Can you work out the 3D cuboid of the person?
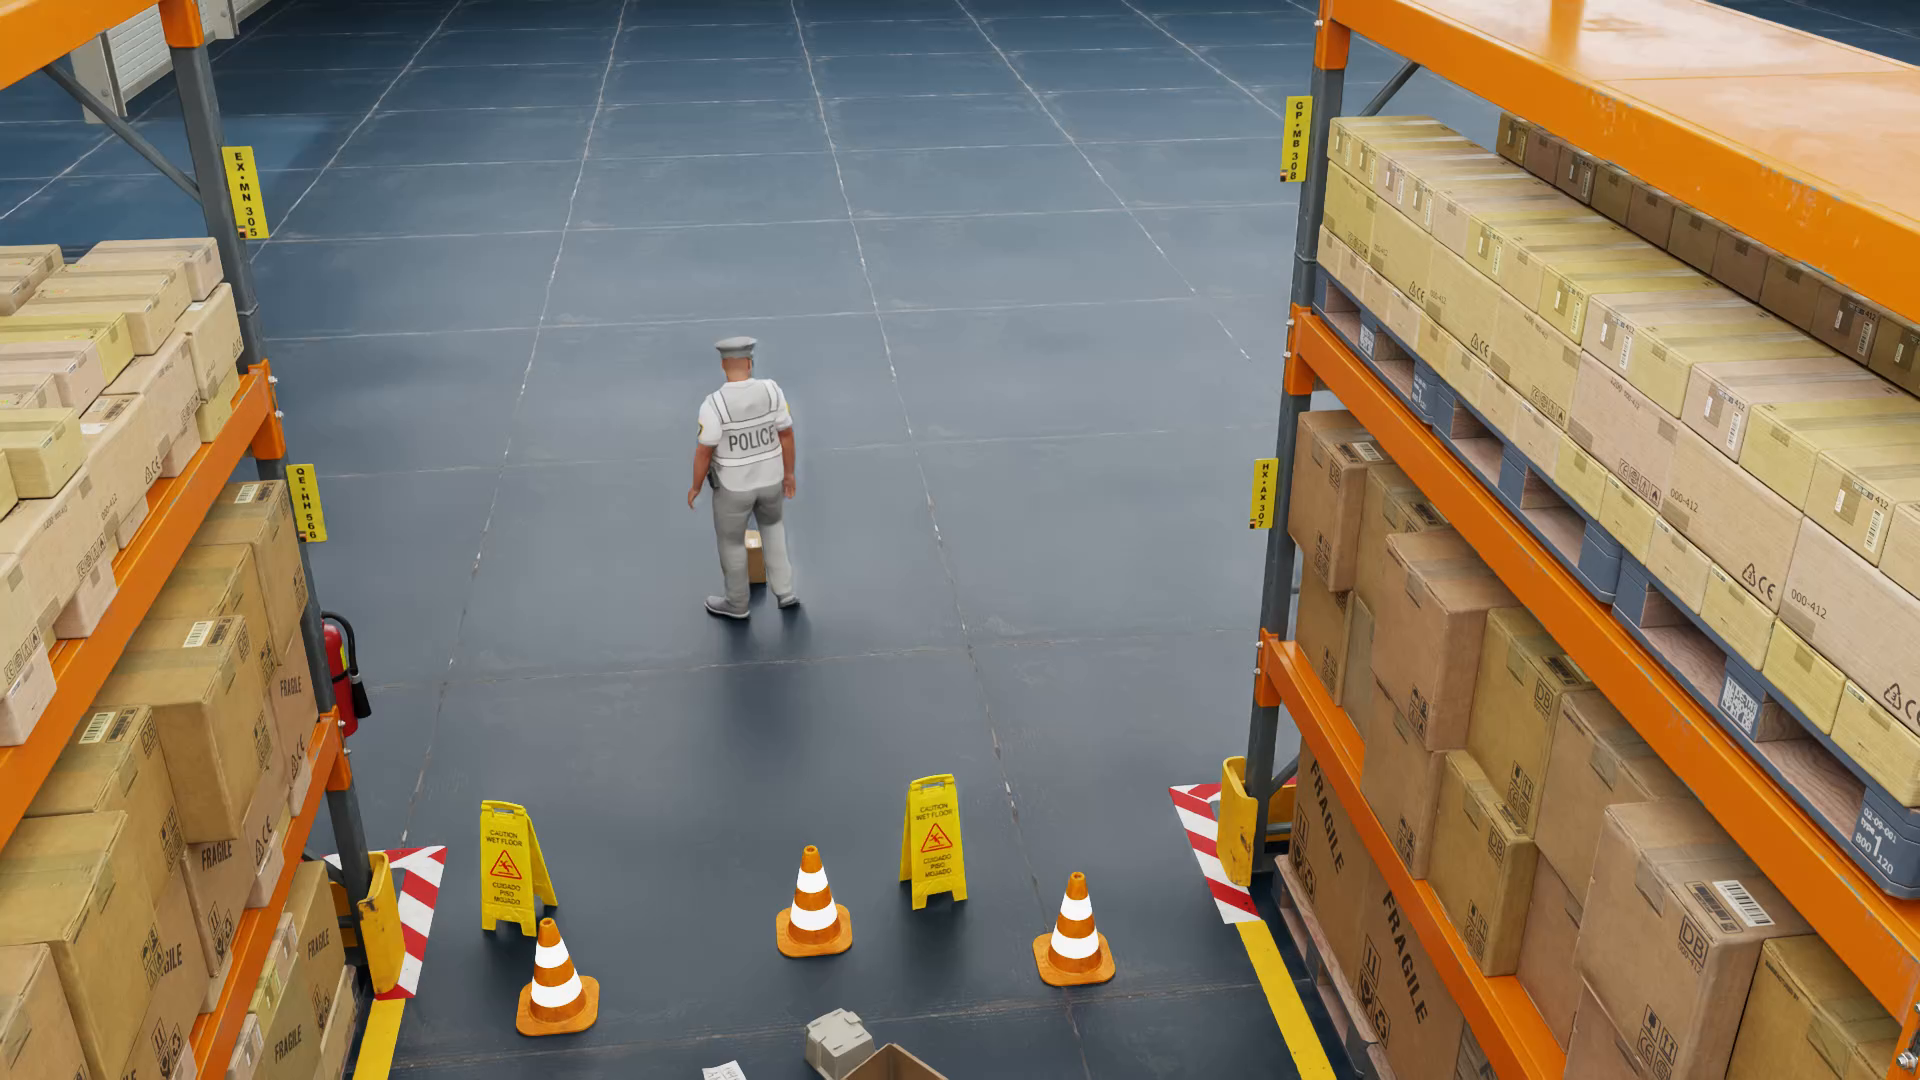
[{"bbox_3d":[-1.283,-0.323,9.769,0.619,1.793,0.455,-17,32,-30],"label":"person"}]
